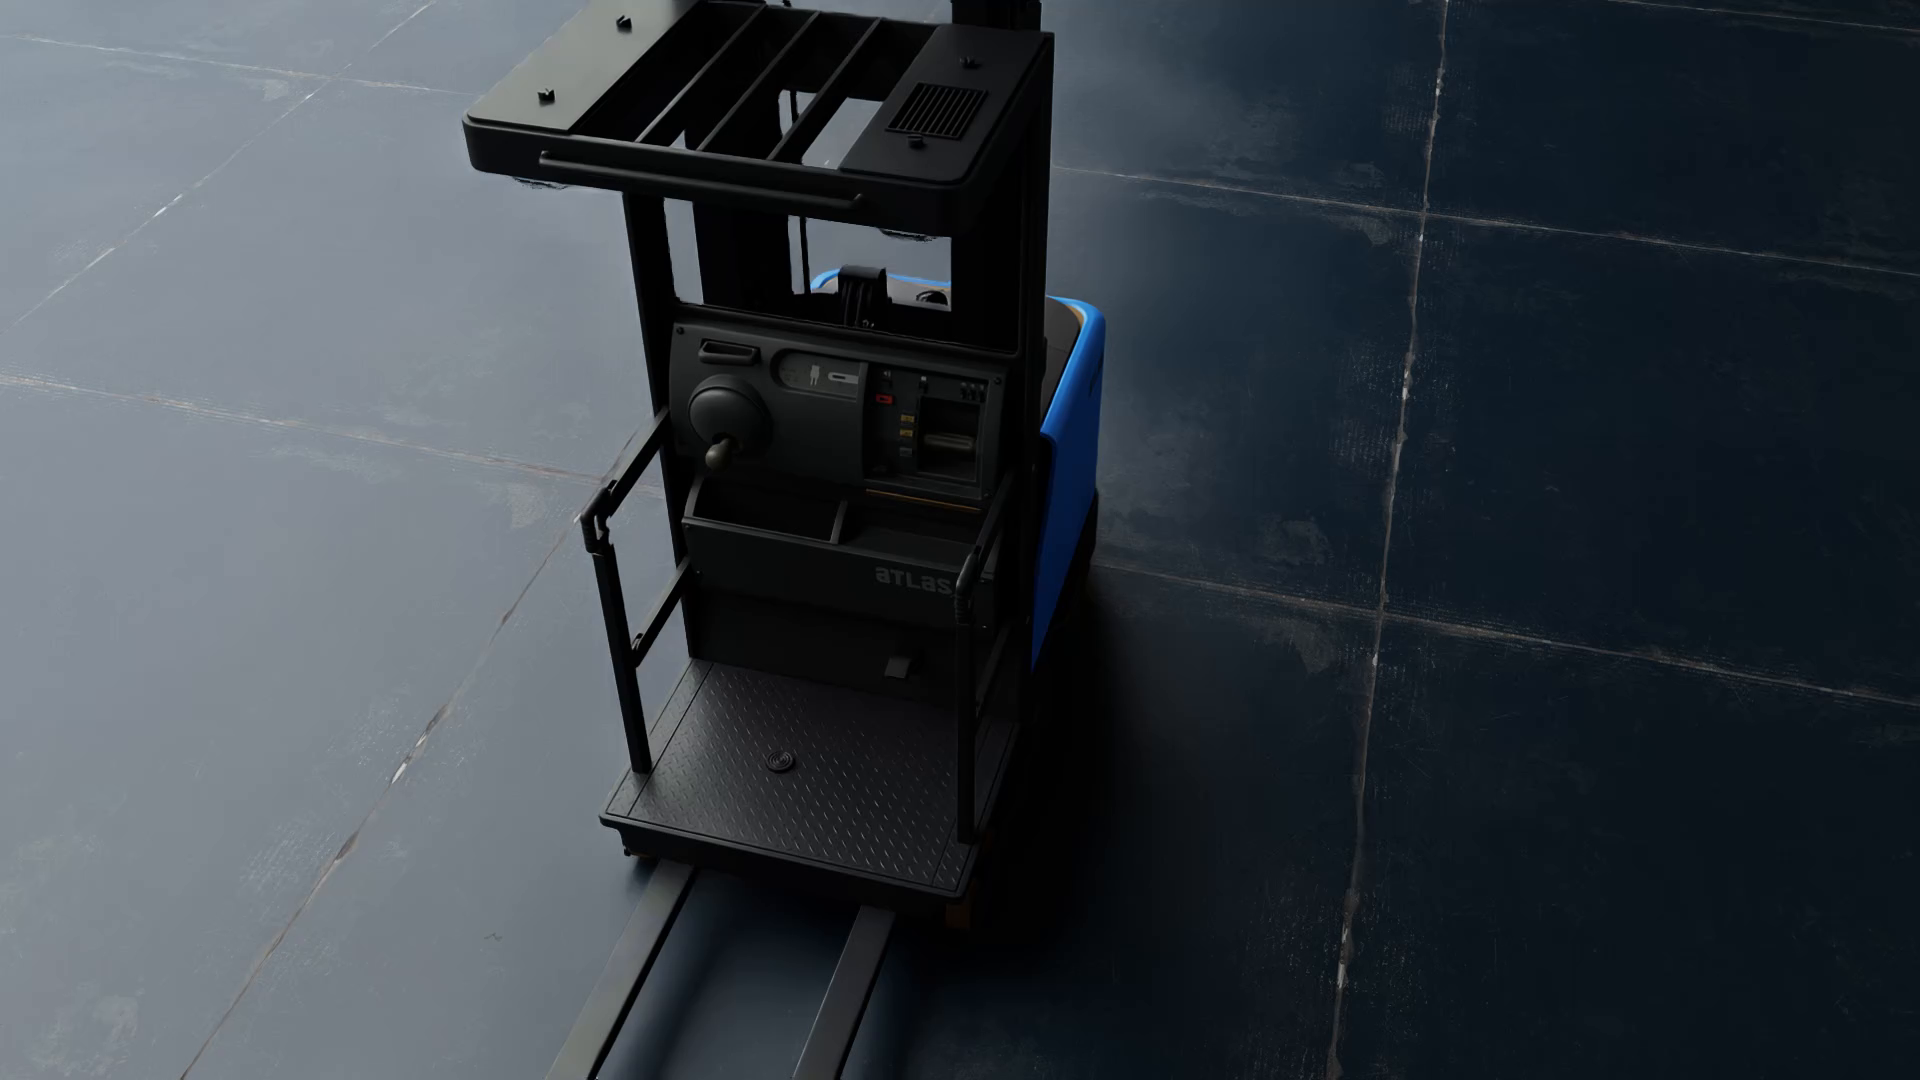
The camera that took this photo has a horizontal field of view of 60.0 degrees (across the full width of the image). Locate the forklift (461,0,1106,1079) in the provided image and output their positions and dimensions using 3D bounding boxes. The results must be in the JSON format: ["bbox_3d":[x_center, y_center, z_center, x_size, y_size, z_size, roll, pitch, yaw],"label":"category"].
[{"bbox_3d":[-0.390,-0.260,4.280,1.130,2.935,3.031,10,41,12],"label":"forklift"}]
